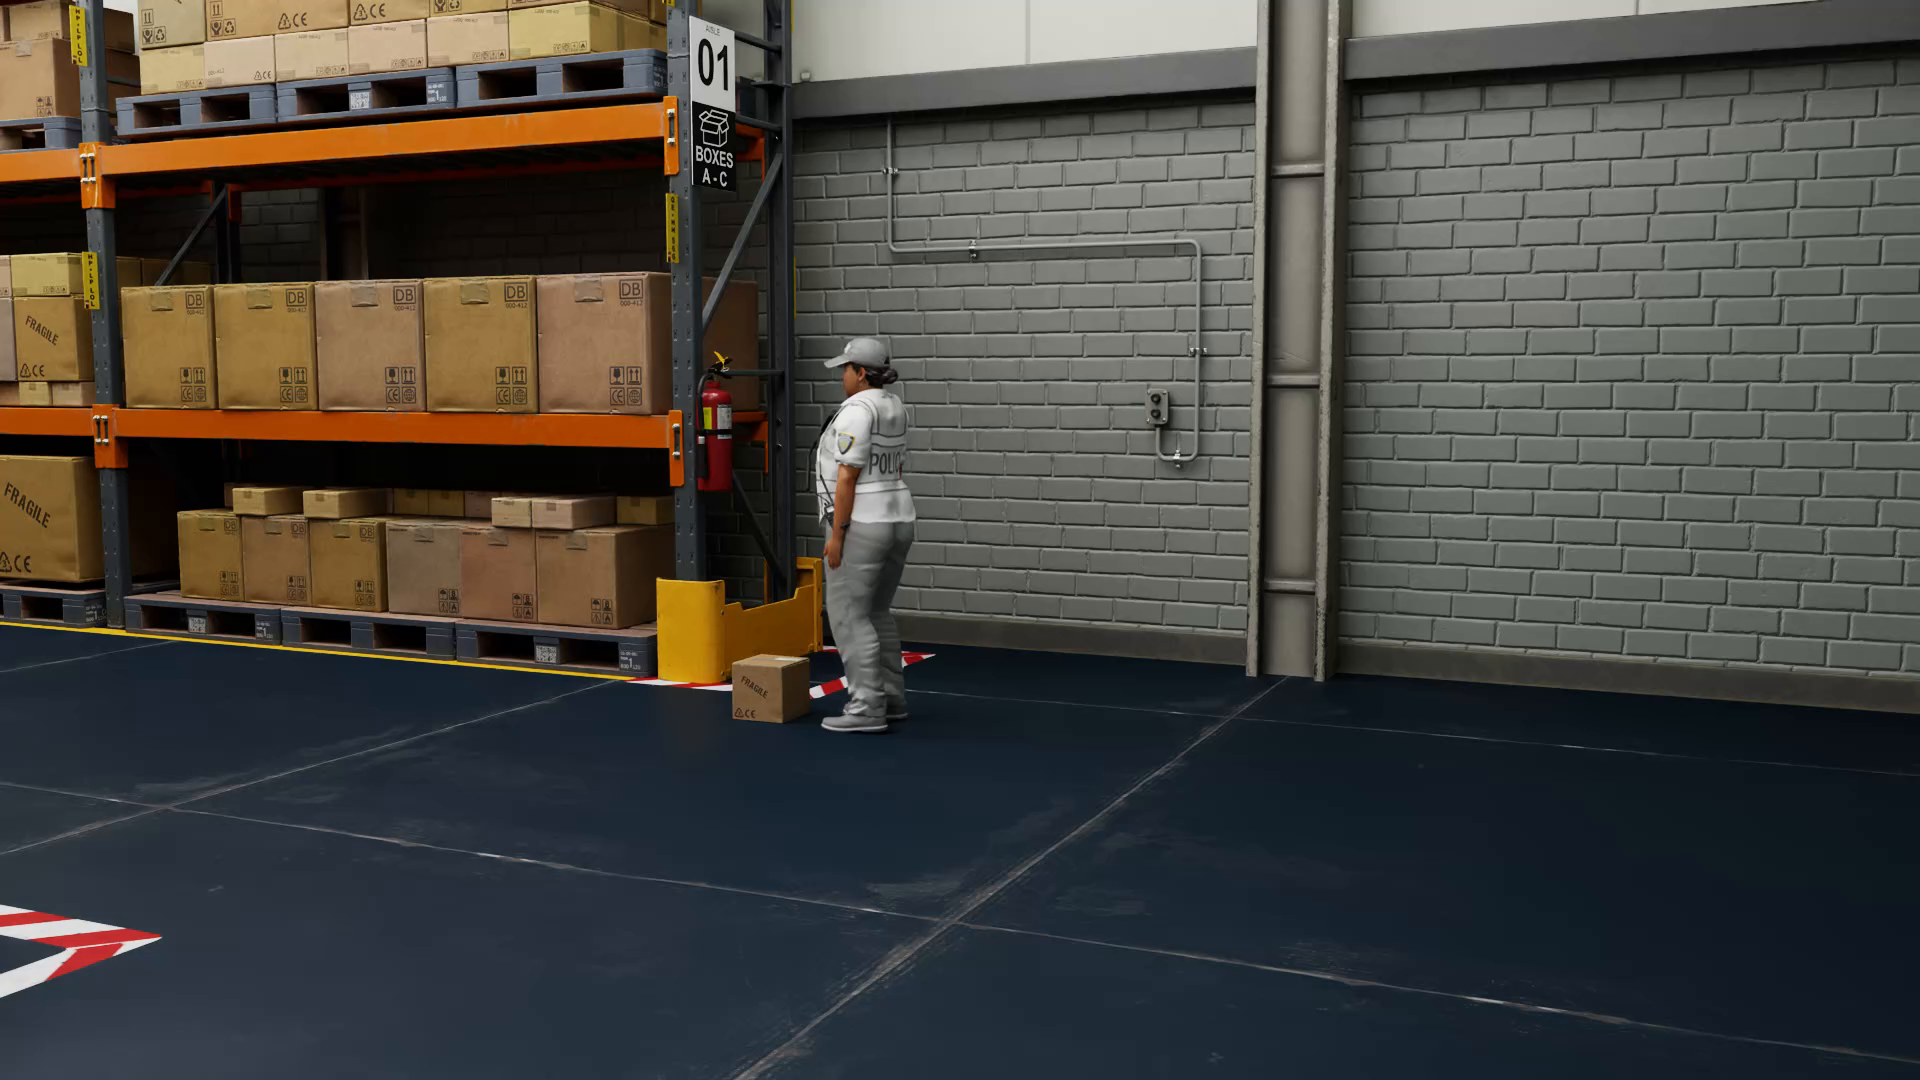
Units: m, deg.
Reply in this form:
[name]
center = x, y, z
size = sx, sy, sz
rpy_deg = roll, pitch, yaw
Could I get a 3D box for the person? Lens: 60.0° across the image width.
[person]
center = -0.413, -0.025, 7.055
size = 0.394, 1.659, 0.467
rpy_deg = 3, 6, 25
